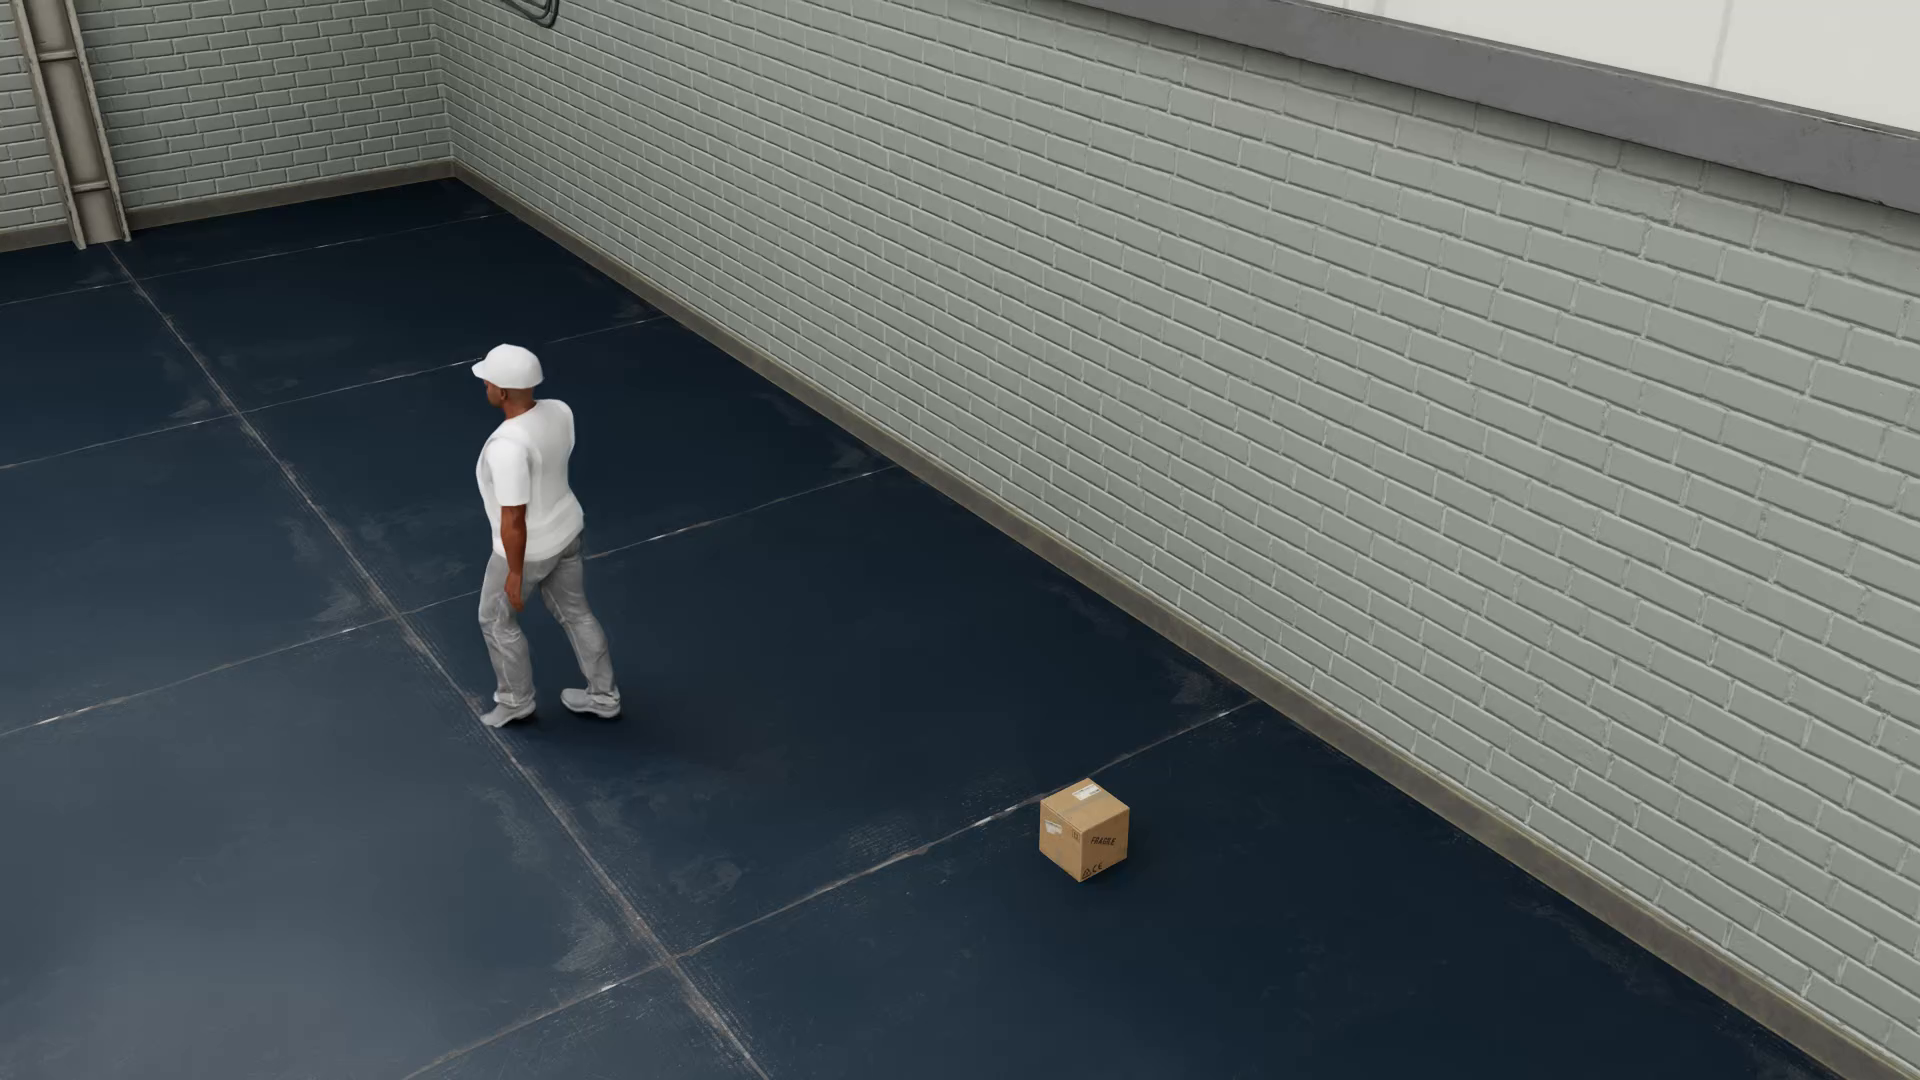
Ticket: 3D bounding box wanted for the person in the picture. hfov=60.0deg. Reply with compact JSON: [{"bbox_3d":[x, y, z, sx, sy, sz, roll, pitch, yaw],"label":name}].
[{"bbox_3d":[-1.824,0.029,7.079,0.651,1.826,0.620,9,30,17],"label":"person"}]
